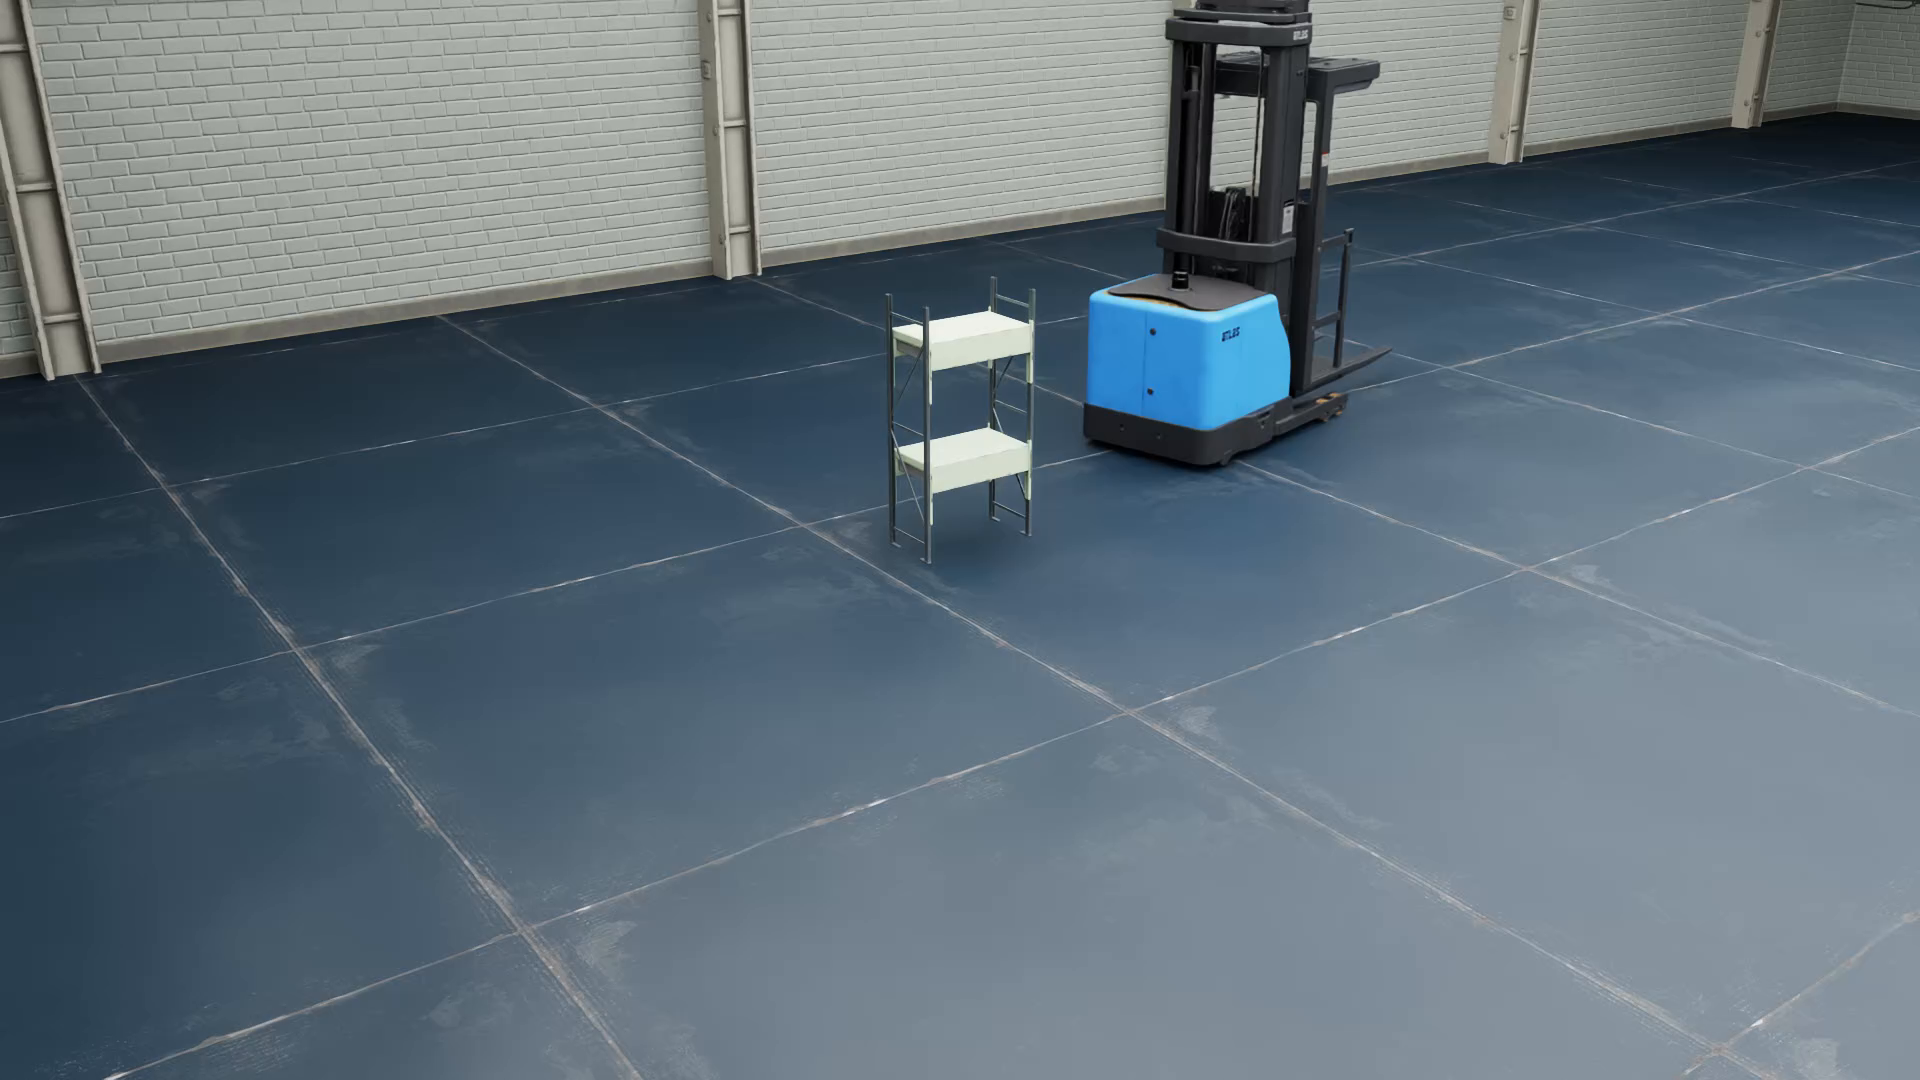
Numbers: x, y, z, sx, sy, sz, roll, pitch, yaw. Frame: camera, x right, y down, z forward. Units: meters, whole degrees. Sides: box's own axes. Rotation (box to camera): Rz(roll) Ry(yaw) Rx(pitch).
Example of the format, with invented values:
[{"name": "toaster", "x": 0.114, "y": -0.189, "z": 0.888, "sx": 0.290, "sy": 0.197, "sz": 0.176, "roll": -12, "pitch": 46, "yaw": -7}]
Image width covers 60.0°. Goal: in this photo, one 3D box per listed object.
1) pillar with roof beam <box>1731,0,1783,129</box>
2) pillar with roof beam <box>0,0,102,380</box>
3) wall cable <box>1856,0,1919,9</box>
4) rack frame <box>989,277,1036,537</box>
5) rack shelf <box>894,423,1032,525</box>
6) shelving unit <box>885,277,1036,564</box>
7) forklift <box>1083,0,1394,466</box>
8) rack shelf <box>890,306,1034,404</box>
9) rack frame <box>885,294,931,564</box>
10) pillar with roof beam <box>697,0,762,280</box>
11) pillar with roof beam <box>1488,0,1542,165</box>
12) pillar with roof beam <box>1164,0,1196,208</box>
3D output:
[{"name": "pillar with roof beam", "x": 14.914, "y": -9.417, "z": 21.353, "sx": 0.400, "sy": 9.000, "sz": 9.100, "roll": -15, "pitch": 26, "yaw": -33}, {"name": "pillar with roof beam", "x": -4.568, "y": -4.222, "z": 8.335, "sx": 0.400, "sy": 9.000, "sz": 9.100, "roll": -15, "pitch": 26, "yaw": -33}, {"name": "wall cable", "x": 15.564, "y": -9.509, "z": 25.775, "sx": 0.112, "sy": 2.526, "sz": 3.097, "roll": -15, "pitch": 26, "yaw": -33}, {"name": "rack frame", "x": 0.303, "y": -0.777, "z": 9.821, "sx": 0.023, "sy": 1.500, "sz": 0.400, "roll": -15, "pitch": 26, "yaw": -33}, {"name": "rack shelf", "x": 0.005, "y": -0.395, "z": 9.743, "sx": 0.720, "sy": 0.370, "sz": 0.431, "roll": -15, "pitch": 26, "yaw": -33}, {"name": "shelving unit", "x": 0.005, "y": -0.698, "z": 9.622, "sx": 0.755, "sy": 1.500, "sz": 0.431, "roll": -15, "pitch": 26, "yaw": -33}, {"name": "forklift", "x": 2.187, "y": -2.325, "z": 11.767, "sx": 1.130, "sy": 2.935, "sz": 3.031, "roll": 17, "pitch": 28, "yaw": 37}, {"name": "rack shelf", "x": 0.005, "y": -1.061, "z": 9.477, "sx": 0.720, "sy": 0.370, "sz": 0.431, "roll": -15, "pitch": 26, "yaw": -33}, {"name": "rack frame", "x": -0.292, "y": -0.619, "z": 9.424, "sx": 0.023, "sy": 1.500, "sz": 0.400, "roll": -15, "pitch": 26, "yaw": -33}, {"name": "pillar with roof beam", "x": 0.303, "y": -5.521, "z": 11.589, "sx": 0.400, "sy": 9.000, "sz": 9.100, "roll": -15, "pitch": 26, "yaw": -33}, {"name": "pillar with roof beam", "x": 10.044, "y": -8.118, "z": 18.098, "sx": 0.400, "sy": 9.000, "sz": 9.100, "roll": -15, "pitch": 26, "yaw": -33}, {"name": "pillar with roof beam", "x": 5.173, "y": -6.819, "z": 14.844, "sx": 0.400, "sy": 9.000, "sz": 9.100, "roll": -15, "pitch": 26, "yaw": -33}]
